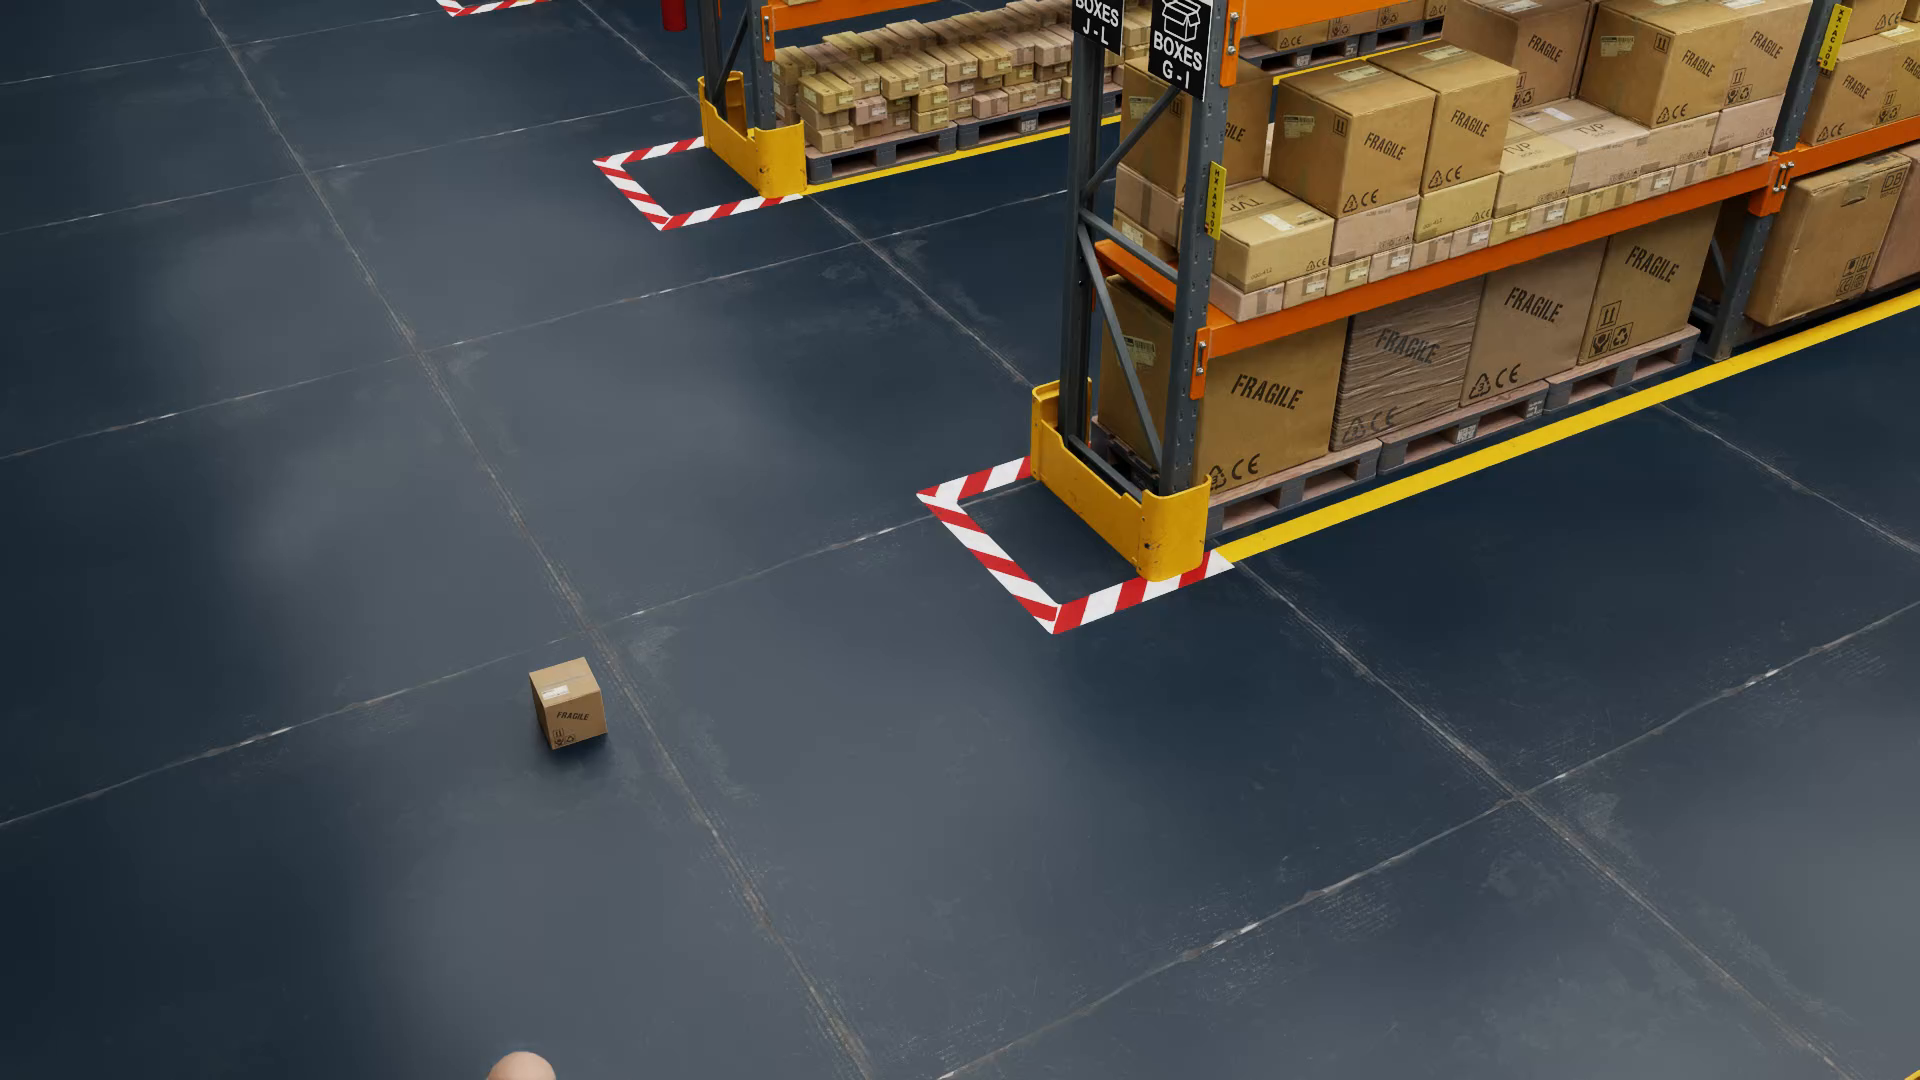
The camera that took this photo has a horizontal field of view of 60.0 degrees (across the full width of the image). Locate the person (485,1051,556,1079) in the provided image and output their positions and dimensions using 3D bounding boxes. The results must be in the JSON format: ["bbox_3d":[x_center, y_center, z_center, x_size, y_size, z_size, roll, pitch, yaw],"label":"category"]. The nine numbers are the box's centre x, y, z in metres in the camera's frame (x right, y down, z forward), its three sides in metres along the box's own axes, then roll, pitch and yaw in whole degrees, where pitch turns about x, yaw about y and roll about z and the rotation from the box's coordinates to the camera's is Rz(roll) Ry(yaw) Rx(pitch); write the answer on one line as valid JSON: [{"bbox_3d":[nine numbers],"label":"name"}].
[{"bbox_3d":[-1.020,1.980,4.246,0.574,1.727,1.102,-4,36,-5],"label":"person"}]
